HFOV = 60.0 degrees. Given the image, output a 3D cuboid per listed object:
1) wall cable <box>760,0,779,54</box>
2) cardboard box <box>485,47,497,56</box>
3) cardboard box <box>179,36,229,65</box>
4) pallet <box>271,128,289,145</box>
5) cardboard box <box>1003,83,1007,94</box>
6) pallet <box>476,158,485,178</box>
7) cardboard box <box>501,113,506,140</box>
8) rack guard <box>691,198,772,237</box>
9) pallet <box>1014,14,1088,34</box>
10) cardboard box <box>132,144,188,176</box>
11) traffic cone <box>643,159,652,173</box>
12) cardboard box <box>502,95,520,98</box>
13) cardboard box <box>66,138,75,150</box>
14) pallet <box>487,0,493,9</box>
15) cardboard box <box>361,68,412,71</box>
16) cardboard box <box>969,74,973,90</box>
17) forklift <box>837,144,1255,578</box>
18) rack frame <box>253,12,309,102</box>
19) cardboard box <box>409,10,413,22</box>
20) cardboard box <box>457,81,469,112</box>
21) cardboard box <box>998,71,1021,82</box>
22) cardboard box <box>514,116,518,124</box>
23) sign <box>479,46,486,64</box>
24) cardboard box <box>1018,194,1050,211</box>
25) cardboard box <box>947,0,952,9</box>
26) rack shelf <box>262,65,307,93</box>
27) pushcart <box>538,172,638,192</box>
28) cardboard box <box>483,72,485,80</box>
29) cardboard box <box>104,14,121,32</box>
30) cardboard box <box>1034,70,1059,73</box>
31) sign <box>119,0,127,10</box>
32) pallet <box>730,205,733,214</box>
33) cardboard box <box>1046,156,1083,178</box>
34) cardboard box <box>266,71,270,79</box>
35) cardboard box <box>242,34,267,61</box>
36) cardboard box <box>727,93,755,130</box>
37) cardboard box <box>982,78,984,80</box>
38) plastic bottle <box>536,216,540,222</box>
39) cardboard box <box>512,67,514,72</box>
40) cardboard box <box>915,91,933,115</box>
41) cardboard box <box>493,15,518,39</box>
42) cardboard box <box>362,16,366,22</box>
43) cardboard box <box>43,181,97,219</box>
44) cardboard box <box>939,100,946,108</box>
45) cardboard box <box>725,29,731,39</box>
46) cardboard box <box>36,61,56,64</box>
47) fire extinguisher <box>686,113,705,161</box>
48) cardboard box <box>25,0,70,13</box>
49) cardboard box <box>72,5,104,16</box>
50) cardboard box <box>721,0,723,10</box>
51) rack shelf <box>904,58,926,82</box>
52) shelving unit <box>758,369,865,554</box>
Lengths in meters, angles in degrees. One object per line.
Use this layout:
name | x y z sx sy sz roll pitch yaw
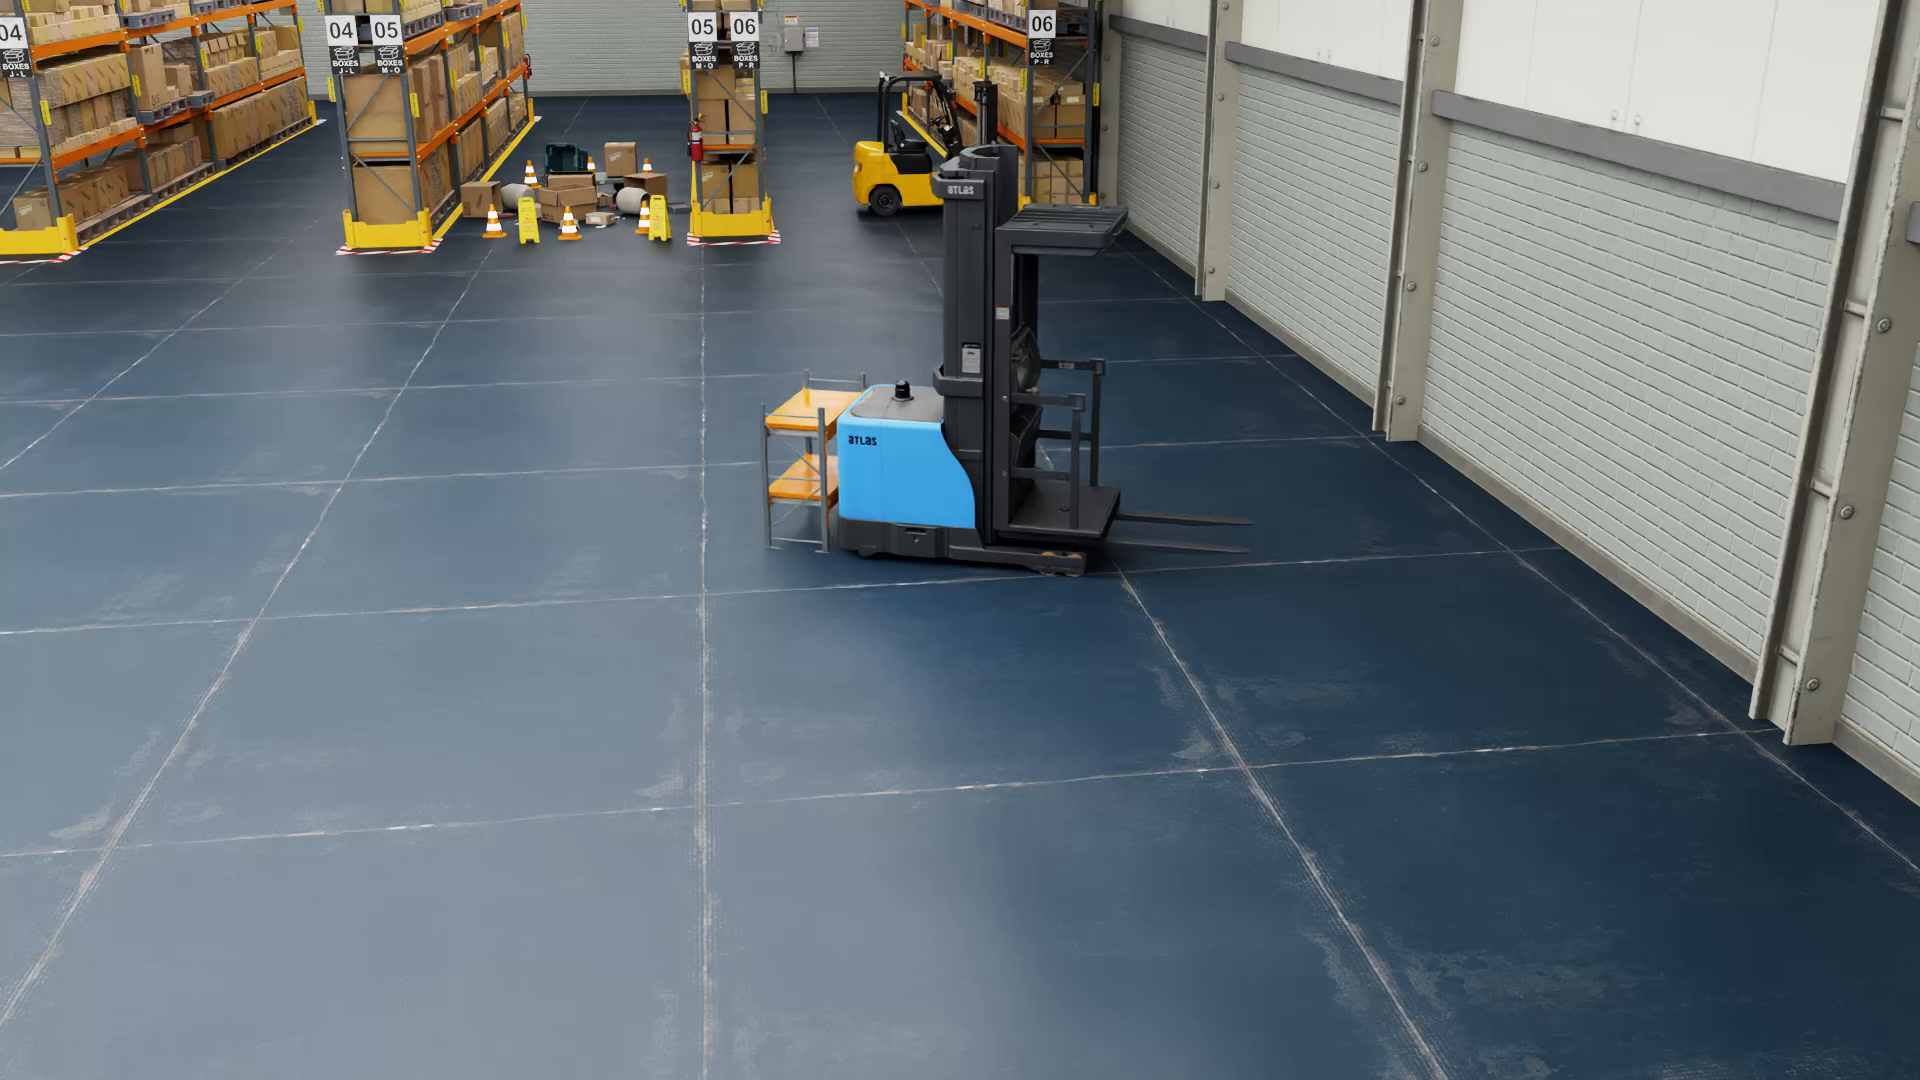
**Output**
wall cable | -5.158 -14.037 44.559 0.588 1.984 0.122 -3 21 -8
cardboard box | -9.780 -10.093 34.361 0.380 0.149 0.250 -2 21 -5
cardboard box | -14.660 -9.493 32.269 0.797 0.503 0.637 -2 21 -6
pallet | -14.985 -8.610 35.468 1.003 0.211 1.213 -3 21 -8
cardboard box | 0.907 -7.322 26.962 0.380 0.149 0.250 -3 21 -9
pallet | -9.415 -6.897 30.879 1.003 0.211 1.213 -3 21 -8
cardboard box | -9.601 -8.469 34.077 0.500 0.500 0.500 -3 21 -9
rack guard | -3.428 -4.850 24.986 1.175 0.500 0.348 -3 21 -8
pallet | 1.418 -7.856 25.302 1.003 0.211 1.213 -3 21 -8
cardboard box | -14.079 -6.681 29.261 0.700 0.500 0.500 -1 21 -3
traffic cone | -5.558 -6.550 29.591 0.336 0.463 0.334 -3 21 -8
cardboard box | -10.301 -10.129 38.173 0.380 0.149 0.250 -3 21 -7
cardboard box | -13.123 -5.748 24.178 0.380 0.149 0.250 -3 21 -8
pallet | -9.894 -10.604 32.801 1.213 0.211 1.003 -3 21 -8
cardboard box | -8.486 -6.602 24.348 0.875 0.550 0.550 -3 21 -8
cardboard box | 0.445 -8.307 30.170 0.500 0.250 0.500 -3 21 -7
forklift | 0.662 -1.307 12.026 3.031 2.935 1.130 5 21 12
rack frame | -15.530 -11.034 37.972 1.000 3.000 0.127 -3 21 -8
cardboard box | -8.106 -7.551 23.974 0.380 0.149 0.250 -3 21 -8
cardboard box | -8.830 -7.685 28.863 0.500 0.500 0.500 -3 21 -8
cardboard box | 0.842 -7.639 27.387 0.380 0.149 0.250 -3 21 -9
cardboard box | -9.992 -9.315 36.844 0.380 0.149 0.250 -3 21 -9
sign | -8.905 -9.051 31.008 0.100 0.325 0.005 -3 21 -8
cardboard box | 1.114 -5.301 25.953 0.500 0.250 0.500 -3 21 -7
cardboard box | 0.027 -10.516 32.513 0.500 0.250 0.500 -4 21 -10
rack shelf | -15.242 -10.005 36.244 1.077 0.370 4.000 -3 21 -8
pushcart | -6.243 -6.019 28.291 1.648 0.377 0.936 -11 23 -26
cardboard box | -9.437 -9.003 32.294 0.380 0.149 0.250 -2 21 -5
cardboard box | -13.476 -8.070 25.962 0.500 0.250 0.500 -2 21 -6
cardboard box | 1.425 -7.671 27.474 0.380 0.149 0.250 -3 21 -9
sign | -13.264 -8.557 26.313 0.100 0.325 0.005 -3 21 -8
pallet | -3.510 -4.997 25.795 1.003 0.211 1.213 -3 21 -8
cardboard box | 1.612 -5.799 25.856 0.500 0.250 0.500 -3 21 -9
cardboard box | -14.705 -9.742 34.871 0.380 0.149 0.250 -4 21 -10
cardboard box | -14.769 -10.248 34.586 0.500 0.500 0.500 -3 21 -8
cardboard box | -3.289 -6.538 25.365 0.500 0.500 0.500 -2 21 -6
cardboard box | 0.594 -8.177 29.253 0.380 0.149 0.250 -3 21 -9
plastic bottle | -6.723 -5.062 26.182 0.133 0.061 0.283 -11 23 -26
cardboard box | -9.986 -10.315 36.406 0.380 0.149 0.250 -2 21 -5
cardboard box | -0.756 -10.109 38.467 0.500 0.500 0.500 -3 21 -7
cardboard box | -10.138 -11.403 36.963 0.500 0.500 0.500 -2 21 -5
cardboard box | -8.757 -7.515 23.879 0.380 0.149 0.250 -3 21 -7
cardboard box | -13.489 -5.160 25.218 0.500 0.500 0.500 -1 21 -3
cardboard box | -0.230 -9.230 35.187 0.380 0.149 0.250 -3 21 -8
cardboard box | -3.270 -7.500 24.580 0.380 0.149 0.250 -4 21 -9
cardboard box | -13.759 -6.847 24.764 0.500 0.500 0.500 -3 21 -8
fire extinguisher | -3.857 -5.895 24.324 0.296 0.674 0.183 -3 21 -8
cardboard box | -13.170 -7.848 23.871 0.500 0.500 0.500 -3 21 -8
cardboard box | -13.397 -8.124 25.537 0.380 0.149 0.250 -4 21 -10
cardboard box | -3.318 -7.875 24.447 0.380 0.149 0.250 -3 21 -8
rack shelf | -0.524 -10.756 38.256 1.077 0.370 4.000 -3 21 -8
shelving unit | -1.108 -0.624 12.776 0.538 1.125 1.048 5 21 13
